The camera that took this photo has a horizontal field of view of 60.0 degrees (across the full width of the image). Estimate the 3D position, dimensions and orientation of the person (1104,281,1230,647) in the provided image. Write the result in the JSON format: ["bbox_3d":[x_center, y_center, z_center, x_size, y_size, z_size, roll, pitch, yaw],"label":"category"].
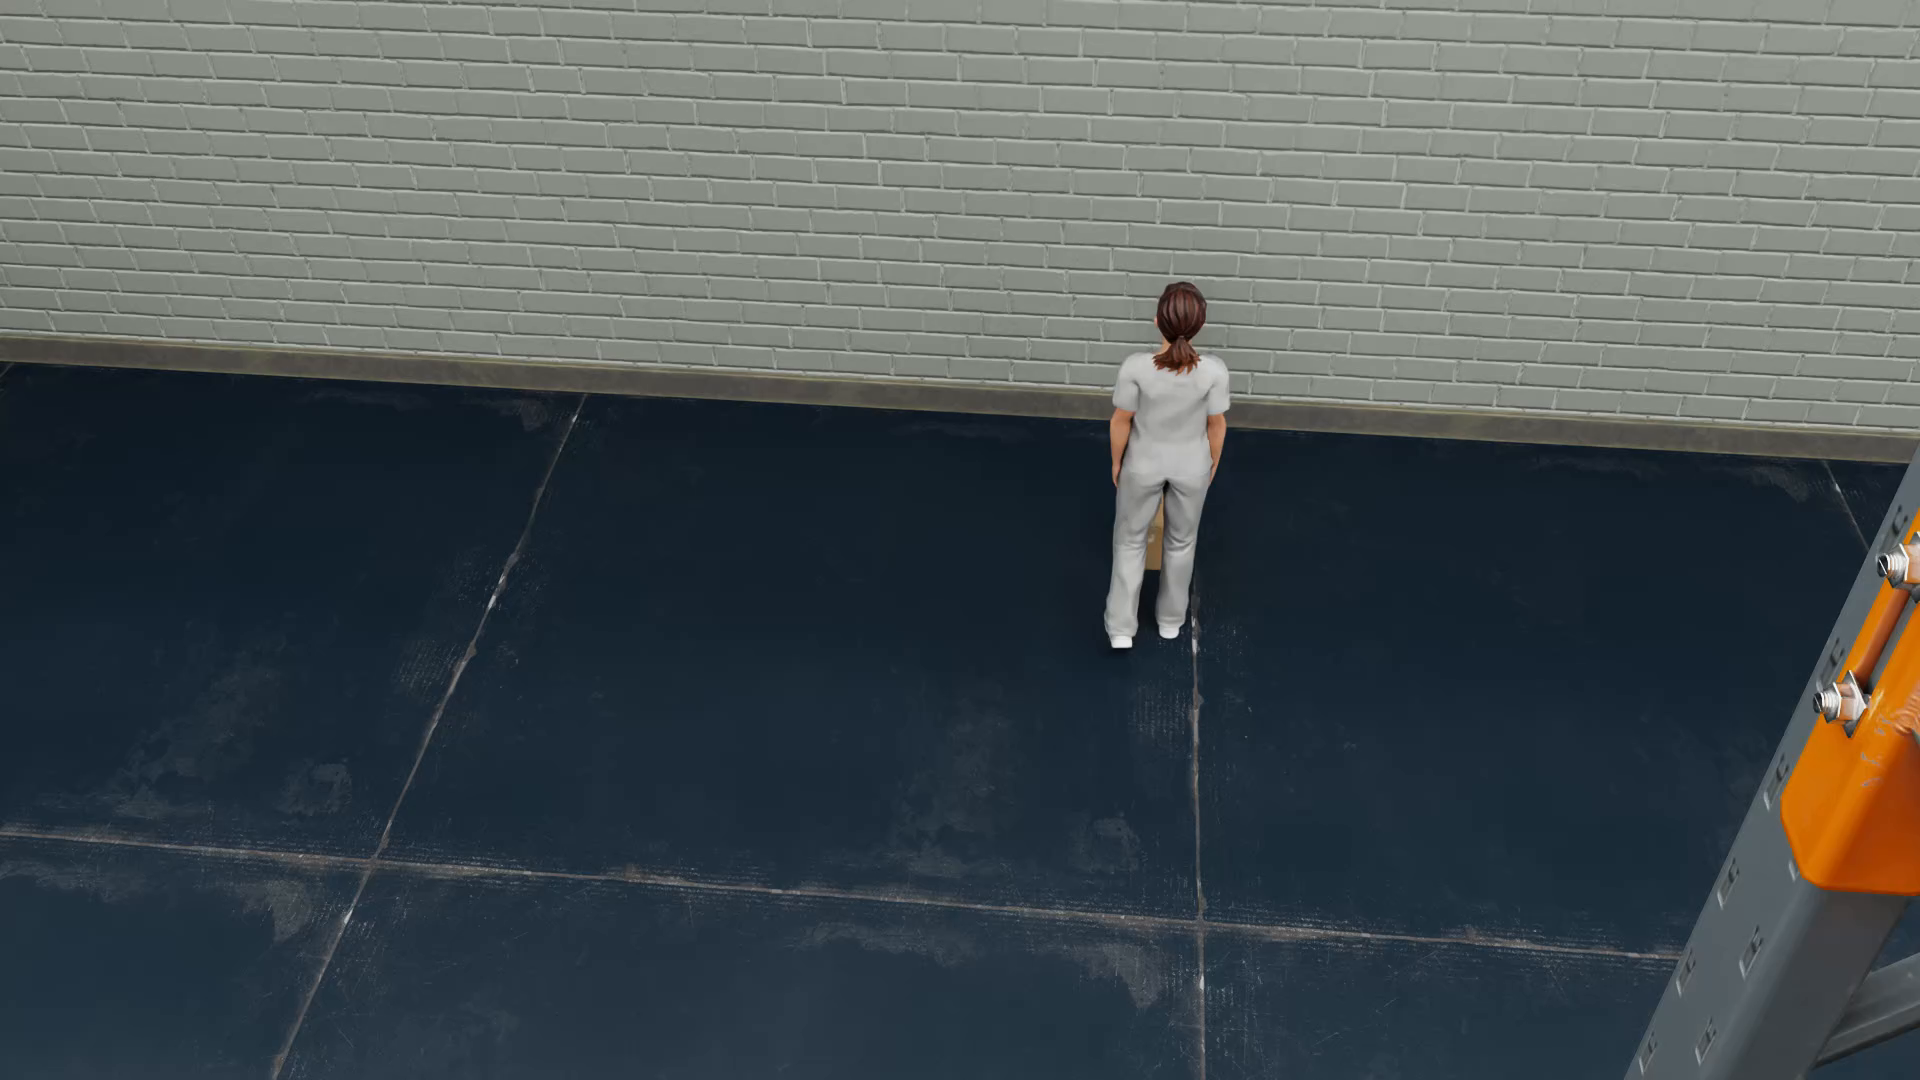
[{"bbox_3d":[0.796,-0.255,6.511,0.441,1.732,0.438,4,40,4],"label":"person"}]
